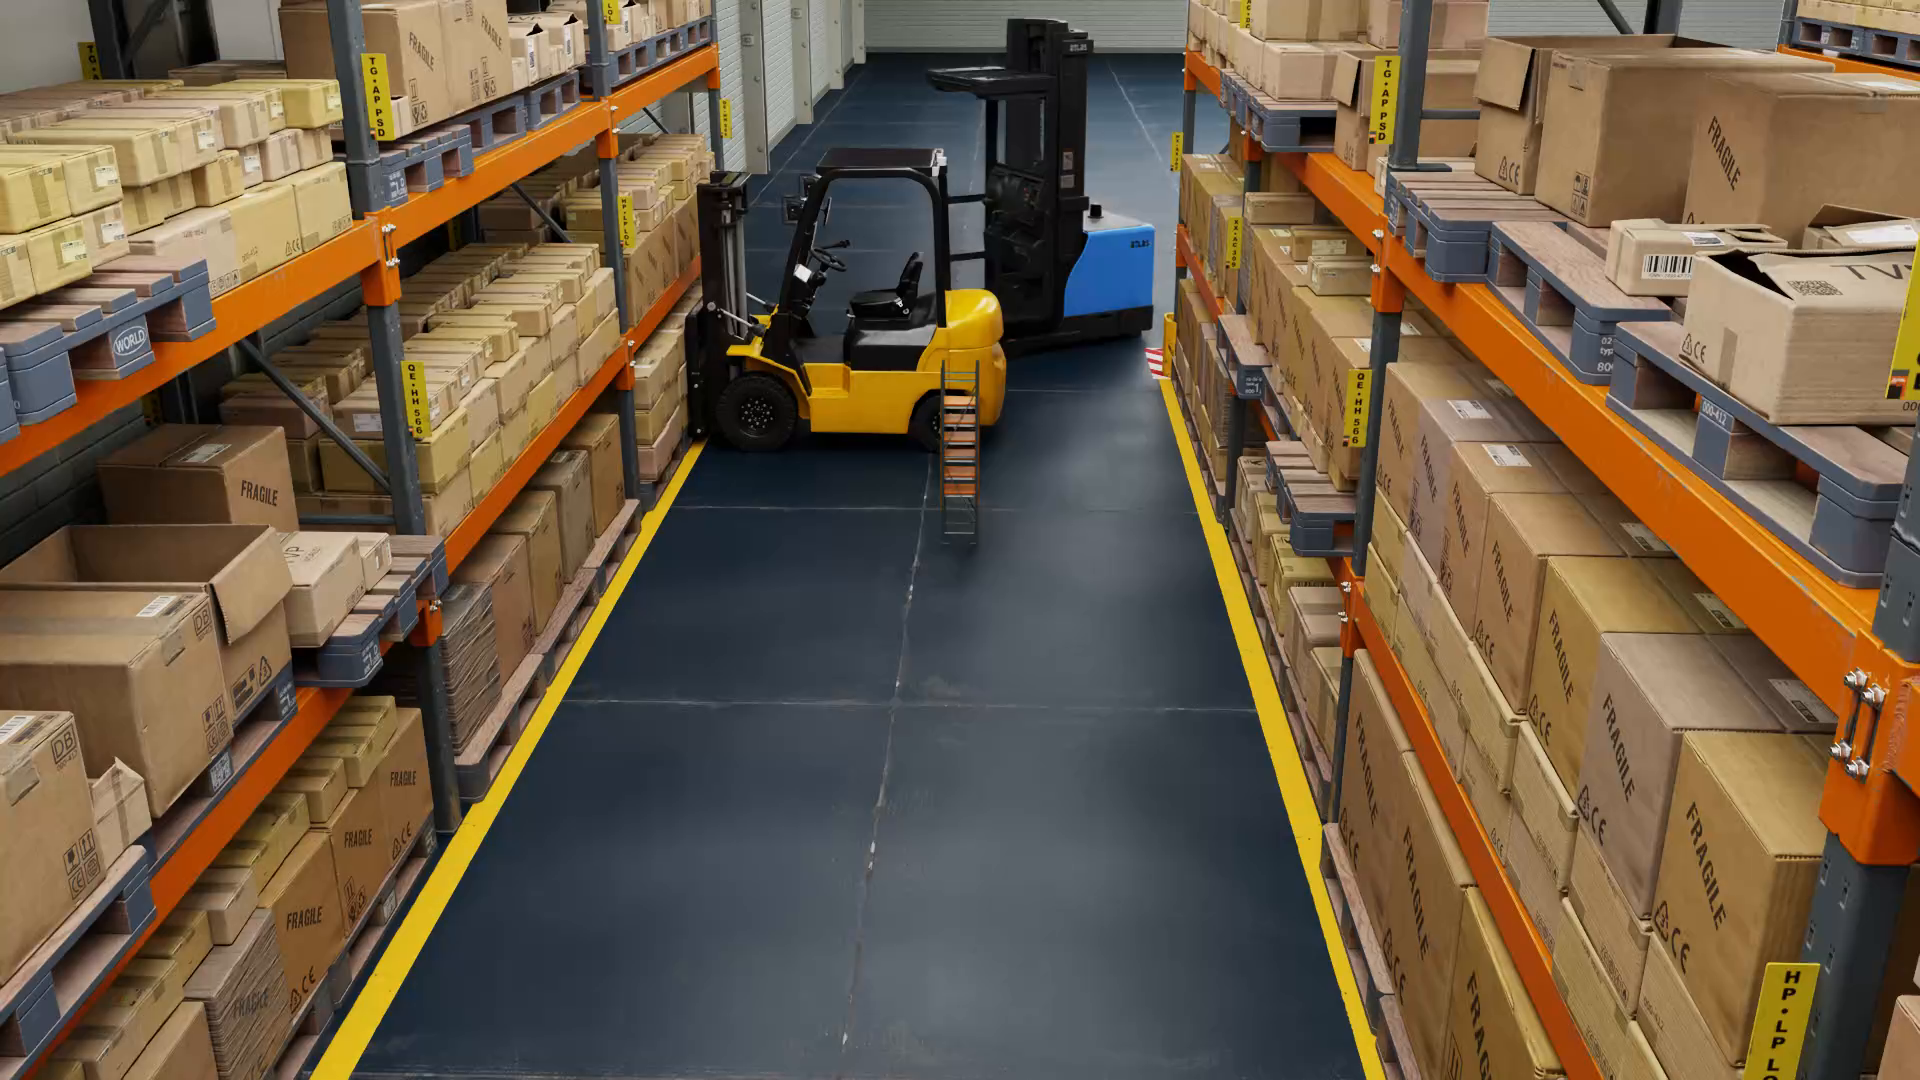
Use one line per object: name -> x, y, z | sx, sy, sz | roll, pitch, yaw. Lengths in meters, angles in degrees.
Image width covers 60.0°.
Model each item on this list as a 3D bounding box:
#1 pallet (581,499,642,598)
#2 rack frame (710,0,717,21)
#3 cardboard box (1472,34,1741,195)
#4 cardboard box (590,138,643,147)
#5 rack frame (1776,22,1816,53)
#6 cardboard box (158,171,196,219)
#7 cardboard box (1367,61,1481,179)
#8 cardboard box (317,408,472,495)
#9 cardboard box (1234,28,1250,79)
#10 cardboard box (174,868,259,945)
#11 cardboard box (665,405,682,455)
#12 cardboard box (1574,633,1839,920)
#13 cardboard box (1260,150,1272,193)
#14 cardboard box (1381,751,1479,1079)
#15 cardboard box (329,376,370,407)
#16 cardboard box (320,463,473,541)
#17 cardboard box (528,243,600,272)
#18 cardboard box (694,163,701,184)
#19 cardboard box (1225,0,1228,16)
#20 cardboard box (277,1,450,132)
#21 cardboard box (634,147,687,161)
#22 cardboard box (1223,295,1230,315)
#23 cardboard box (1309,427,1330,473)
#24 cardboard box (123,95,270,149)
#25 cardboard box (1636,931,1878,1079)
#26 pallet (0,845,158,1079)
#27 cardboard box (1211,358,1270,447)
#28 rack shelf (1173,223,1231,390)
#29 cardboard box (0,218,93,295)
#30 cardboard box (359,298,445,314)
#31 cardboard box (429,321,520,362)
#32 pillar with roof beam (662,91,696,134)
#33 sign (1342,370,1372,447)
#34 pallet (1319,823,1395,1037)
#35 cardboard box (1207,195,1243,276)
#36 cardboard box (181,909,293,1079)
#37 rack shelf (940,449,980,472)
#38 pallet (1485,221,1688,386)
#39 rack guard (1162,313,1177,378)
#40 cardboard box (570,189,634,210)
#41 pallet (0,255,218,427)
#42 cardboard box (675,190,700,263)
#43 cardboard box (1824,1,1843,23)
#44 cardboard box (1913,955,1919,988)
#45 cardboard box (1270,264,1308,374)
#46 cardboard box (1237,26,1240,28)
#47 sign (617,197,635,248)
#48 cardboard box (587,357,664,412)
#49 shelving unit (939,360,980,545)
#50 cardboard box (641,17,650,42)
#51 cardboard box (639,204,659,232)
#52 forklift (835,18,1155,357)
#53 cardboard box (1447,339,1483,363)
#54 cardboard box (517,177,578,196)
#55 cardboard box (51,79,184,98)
pallet -> -2.660, 0.038, 10.638 | 1.003, 0.211, 1.213 | 1, 21, 2
rack frame -> -2.555, -5.772, 13.464 | 1.000, 3.000, 0.127 | 1, 21, 2
cardboard box -> 2.302, -1.533, 5.964 | 0.797, 0.503, 0.637 | -1, 21, -2
cardboard box -> -2.850, -3.248, 13.807 | 0.380, 0.149, 0.250 | 1, 21, 3
rack frame -> 7.357, -2.904, 14.366 | 1.000, 3.000, 0.127 | 1, 21, 2
cardboard box -> -2.651, -1.098, 5.220 | 0.380, 0.149, 0.250 | 1, 21, 2
cardboard box -> 2.202, -1.817, 7.279 | 0.700, 0.500, 0.500 | 1, 21, 2
cardboard box -> -2.516, -0.403, 7.437 | 0.500, 0.250, 0.500 | 1, 21, 2
cardboard box -> 1.866, -2.793, 9.560 | 0.500, 0.250, 0.500 | 0, 21, 0
cardboard box -> -2.629, 1.245, 5.651 | 0.380, 0.149, 0.250 | 0, 21, -1
cardboard box -> -2.331, -0.797, 12.158 | 0.500, 0.250, 0.500 | 0, 21, 0
cardboard box -> 1.812, 0.553, 3.936 | 0.500, 0.500, 0.500 | 1, 21, 3
cardboard box -> 2.519, -2.839, 12.266 | 0.700, 0.500, 0.500 | 1, 21, 1
cardboard box -> 2.027, 1.337, 5.793 | 0.875, 0.875, 0.875 | 1, 21, 2
cardboard box -> -3.049, -0.596, 7.934 | 0.500, 0.250, 0.500 | 1, 21, 2
cardboard box -> -2.541, -0.170, 7.528 | 0.500, 0.250, 0.500 | 1, 21, 2
cardboard box -> -2.465, -1.752, 10.362 | 0.380, 0.149, 0.250 | 1, 21, 3
cardboard box -> -2.333, -3.009, 13.603 | 0.380, 0.149, 0.250 | 1, 21, 3
cardboard box -> 2.048, -3.715, 11.555 | 0.380, 0.149, 0.250 | 1, 21, 2
cardboard box -> -2.533, -2.029, 7.108 | 0.500, 0.500, 0.500 | 1, 21, 2
cardboard box -> -2.395, -3.057, 13.315 | 0.380, 0.149, 0.250 | 1, 21, 2
cardboard box -> 1.990, -1.568, 11.271 | 0.380, 0.149, 0.250 | 1, 21, 3
cardboard box -> 1.836, -0.418, 7.726 | 0.380, 0.149, 0.250 | 0, 21, 1
cardboard box -> -2.584, -1.417, 5.633 | 0.380, 0.149, 0.250 | 0, 21, 0
cardboard box -> 1.812, 1.092, 3.584 | 0.500, 0.250, 0.500 | 1, 21, 2
pallet -> -2.787, 1.166, 4.143 | 1.003, 0.211, 1.213 | 1, 21, 2
cardboard box -> 2.034, -0.956, 11.529 | 0.500, 0.500, 0.500 | 0, 21, 1
rack shelf -> 2.345, -1.863, 12.678 | 1.077, 0.370, 4.000 | 1, 21, 2
cardboard box -> -2.468, -0.724, 4.231 | 0.380, 0.149, 0.250 | 1, 21, 3
cardboard box -> -2.995, -1.202, 8.945 | 0.380, 0.149, 0.250 | 1, 21, 2
cardboard box -> -2.466, -1.010, 8.450 | 0.380, 0.149, 0.250 | 1, 21, 3
pillar with roof beam -> 1.008, -7.652, 18.310 | 9.100, 9.000, 0.400 | 1, 21, 2
sign -> 1.620, -0.534, 6.768 | 0.100, 0.325, 0.005 | 1, 21, 2
pallet -> 2.064, 1.555, 6.729 | 1.003, 0.211, 1.213 | 1, 21, 2
cardboard box -> 2.069, -2.198, 11.997 | 0.500, 0.500, 0.500 | 1, 21, 3
cardboard box -> -2.633, 1.601, 5.632 | 0.500, 0.500, 0.500 | 0, 21, 0
rack shelf -> 0.000, -0.523, 10.841 | 0.258, 0.103, 0.180 | 1, 21, 2
pallet -> 2.165, -0.702, 4.805 | 1.003, 0.211, 1.213 | 2, 21, 4
rack guard -> 2.404, -1.729, 14.793 | 1.175, 0.500, 0.348 | 1, 21, 2
cardboard box -> -2.454, -2.316, 11.405 | 0.380, 0.149, 0.250 | 0, 21, 1
pallet -> -2.802, -0.557, 4.430 | 1.213, 0.211, 1.003 | 1, 21, 2
cardboard box -> -2.348, -2.468, 13.104 | 0.500, 0.500, 0.500 | 0, 21, 1
cardboard box -> 7.011, -4.124, 12.993 | 0.380, 0.149, 0.250 | 1, 21, 2
cardboard box -> 1.772, 0.713, 2.626 | 0.380, 0.149, 0.250 | 0, 21, 1
cardboard box -> 1.935, -1.144, 8.702 | 0.500, 0.500, 0.500 | 0, 21, -1
cardboard box -> 2.029, -3.106, 10.536 | 0.500, 0.250, 0.500 | 0, 21, 1
sign -> -2.134, -2.029, 10.620 | 0.100, 0.325, 0.005 | 1, 21, 2
cardboard box -> -2.349, -1.080, 11.504 | 0.500, 0.250, 0.500 | 0, 21, 1
shelving unit -> 0.000, -0.565, 10.825 | 0.258, 1.200, 0.189 | 1, 21, 2
cardboard box -> -2.336, -3.489, 11.356 | 0.380, 0.149, 0.250 | 1, 21, 3
cardboard box -> -2.336, -2.266, 11.688 | 0.380, 0.149, 0.250 | 1, 21, 3
forklift -> 0.328, -3.242, 15.333 | 3.031, 2.935, 1.130 | -11, 24, -27
cardboard box -> 2.408, -0.570, 7.222 | 0.500, 0.500, 0.500 | 0, 21, 0
cardboard box -> -2.953, -2.506, 11.894 | 0.380, 0.149, 0.250 | 0, 21, 1
cardboard box -> -3.086, -1.605, 6.117 | 0.380, 0.149, 0.250 | 0, 21, 0
